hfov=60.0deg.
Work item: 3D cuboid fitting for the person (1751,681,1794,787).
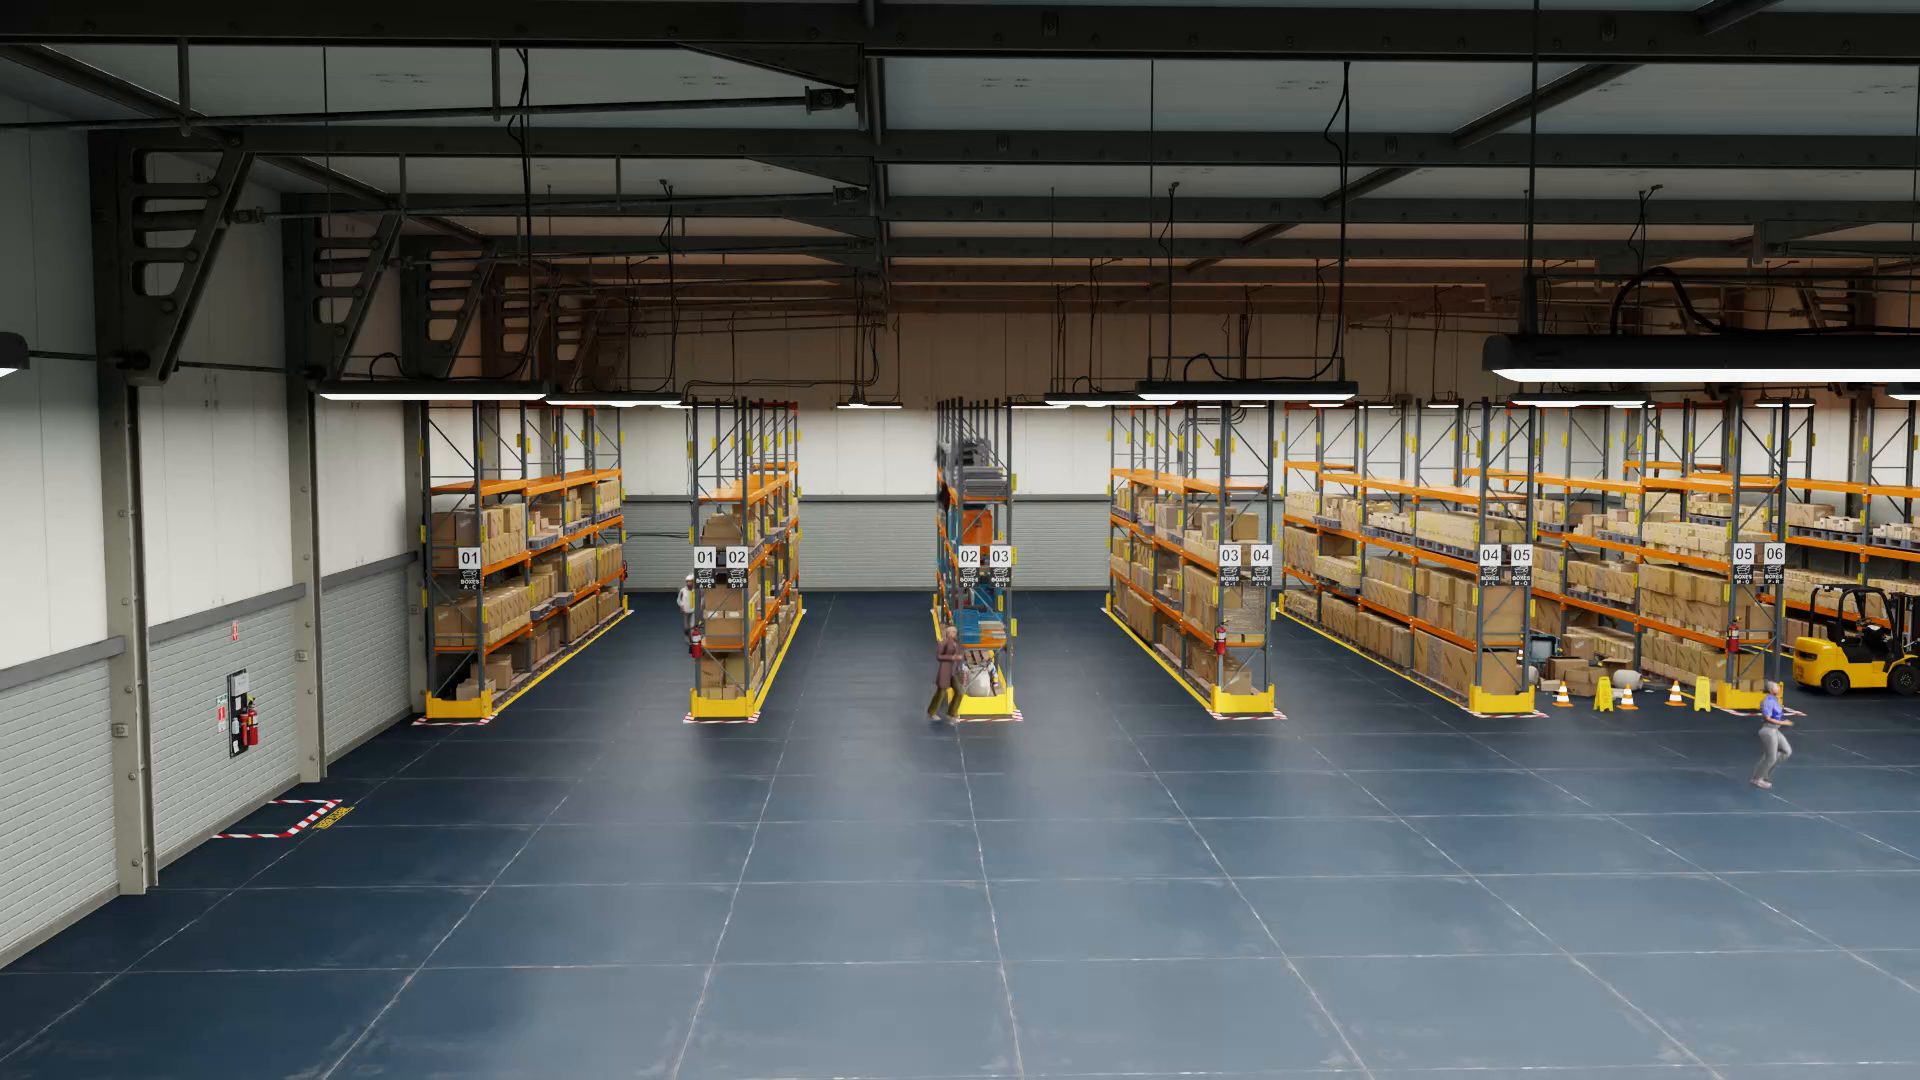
[{"bbox_3d":[12.364,2.949,25.280,0.576,1.625,0.630,3,5,35],"label":"person"}]

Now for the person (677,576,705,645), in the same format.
[{"bbox_3d":[-6.534,1.735,40.436,0.685,1.763,0.701,0,4,-4],"label":"person"}]

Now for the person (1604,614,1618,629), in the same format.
[{"bbox_3d":[16.513,1.564,42.516,0.656,1.783,0.899,-1,4,-7],"label":"person"}]

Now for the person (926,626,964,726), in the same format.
[{"bbox_3d":[-0.201,2.498,30.506,0.820,1.844,0.705,4,6,44],"label":"person"}]
